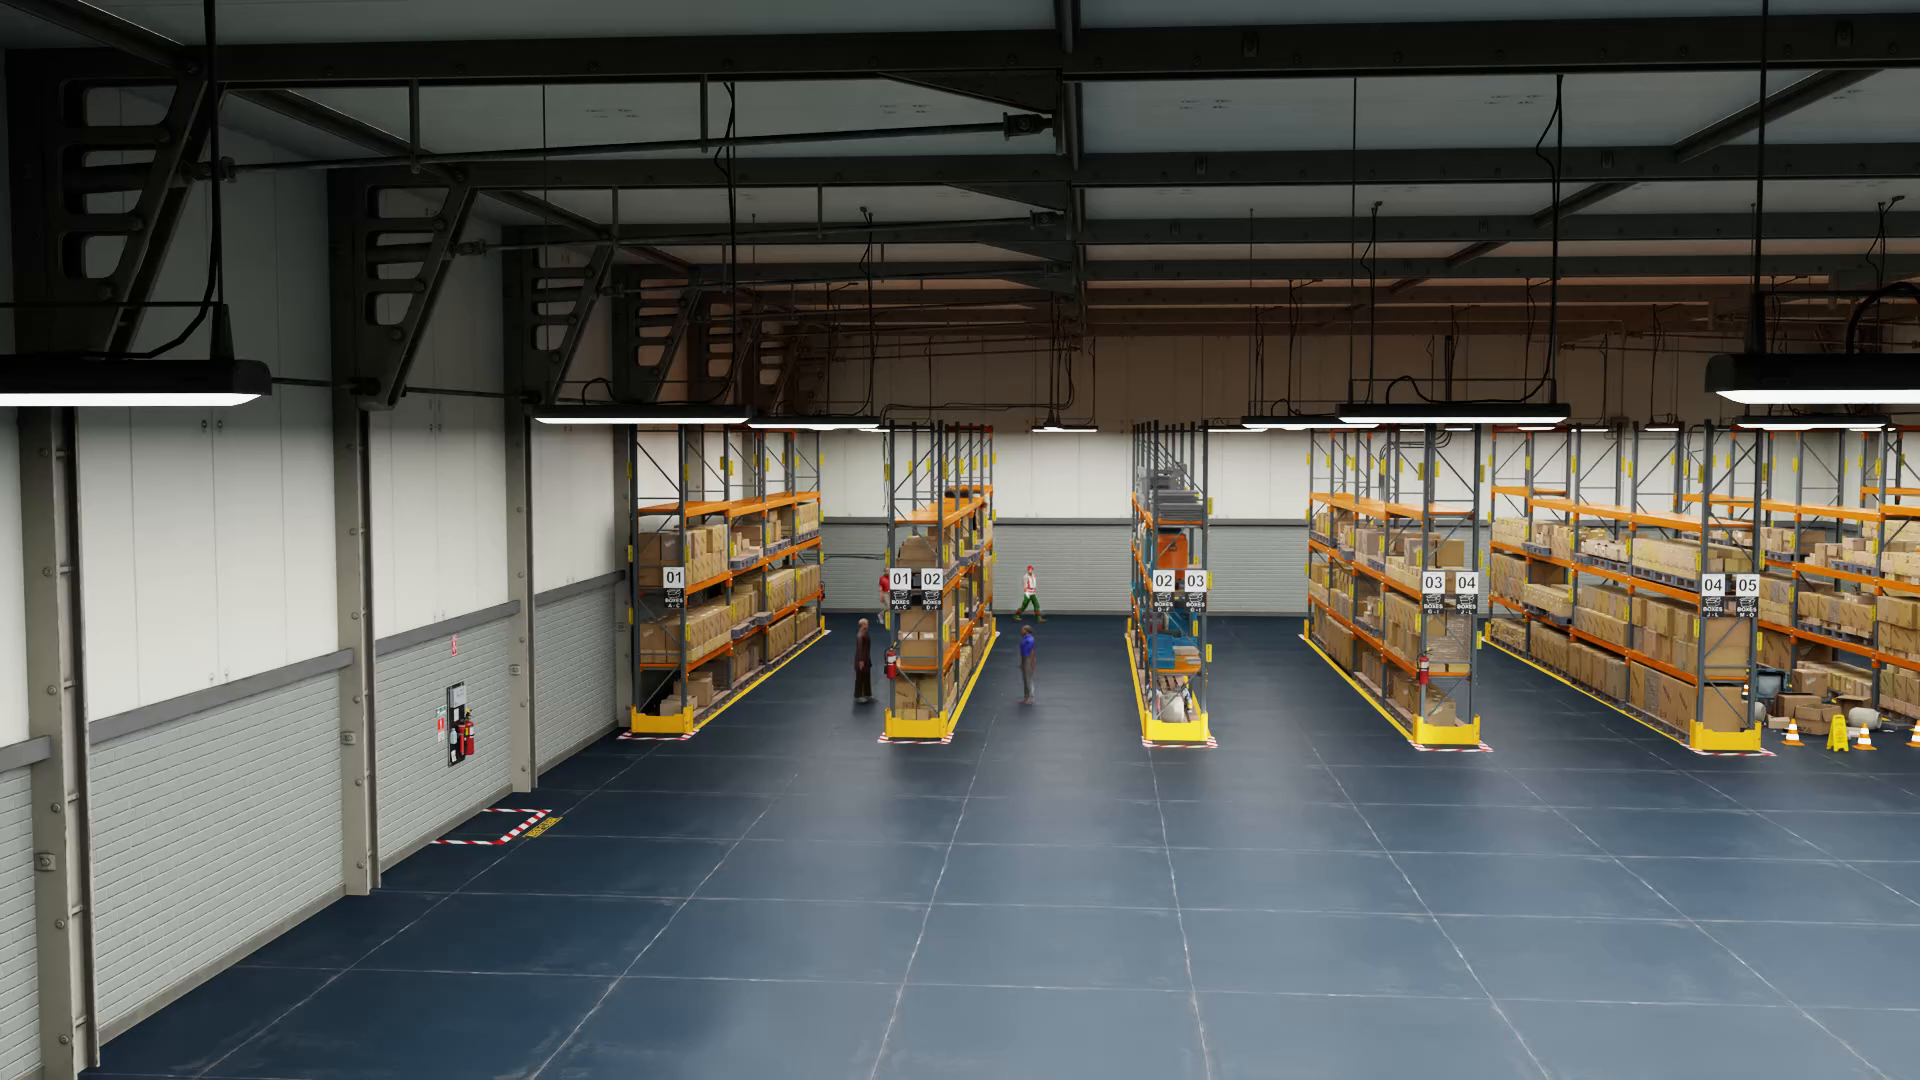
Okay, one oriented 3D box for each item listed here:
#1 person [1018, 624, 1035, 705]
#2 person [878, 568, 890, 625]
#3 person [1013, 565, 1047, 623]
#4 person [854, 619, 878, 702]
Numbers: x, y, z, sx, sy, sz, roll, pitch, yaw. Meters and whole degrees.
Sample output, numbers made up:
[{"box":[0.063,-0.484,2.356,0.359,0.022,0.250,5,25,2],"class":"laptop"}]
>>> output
[{"box":[1.419,2.665,35.539,0.344,1.689,0.551,-1,4,-18],"class":"person"},{"box":[-2.177,1.690,50.024,0.498,1.713,0.553,2,4,28],"class":"person"},{"box":[2.139,1.653,50.680,1.044,1.749,0.651,2,4,23],"class":"person"},{"box":[-2.033,2.682,35.610,0.506,1.602,0.632,1,4,10],"class":"person"}]
